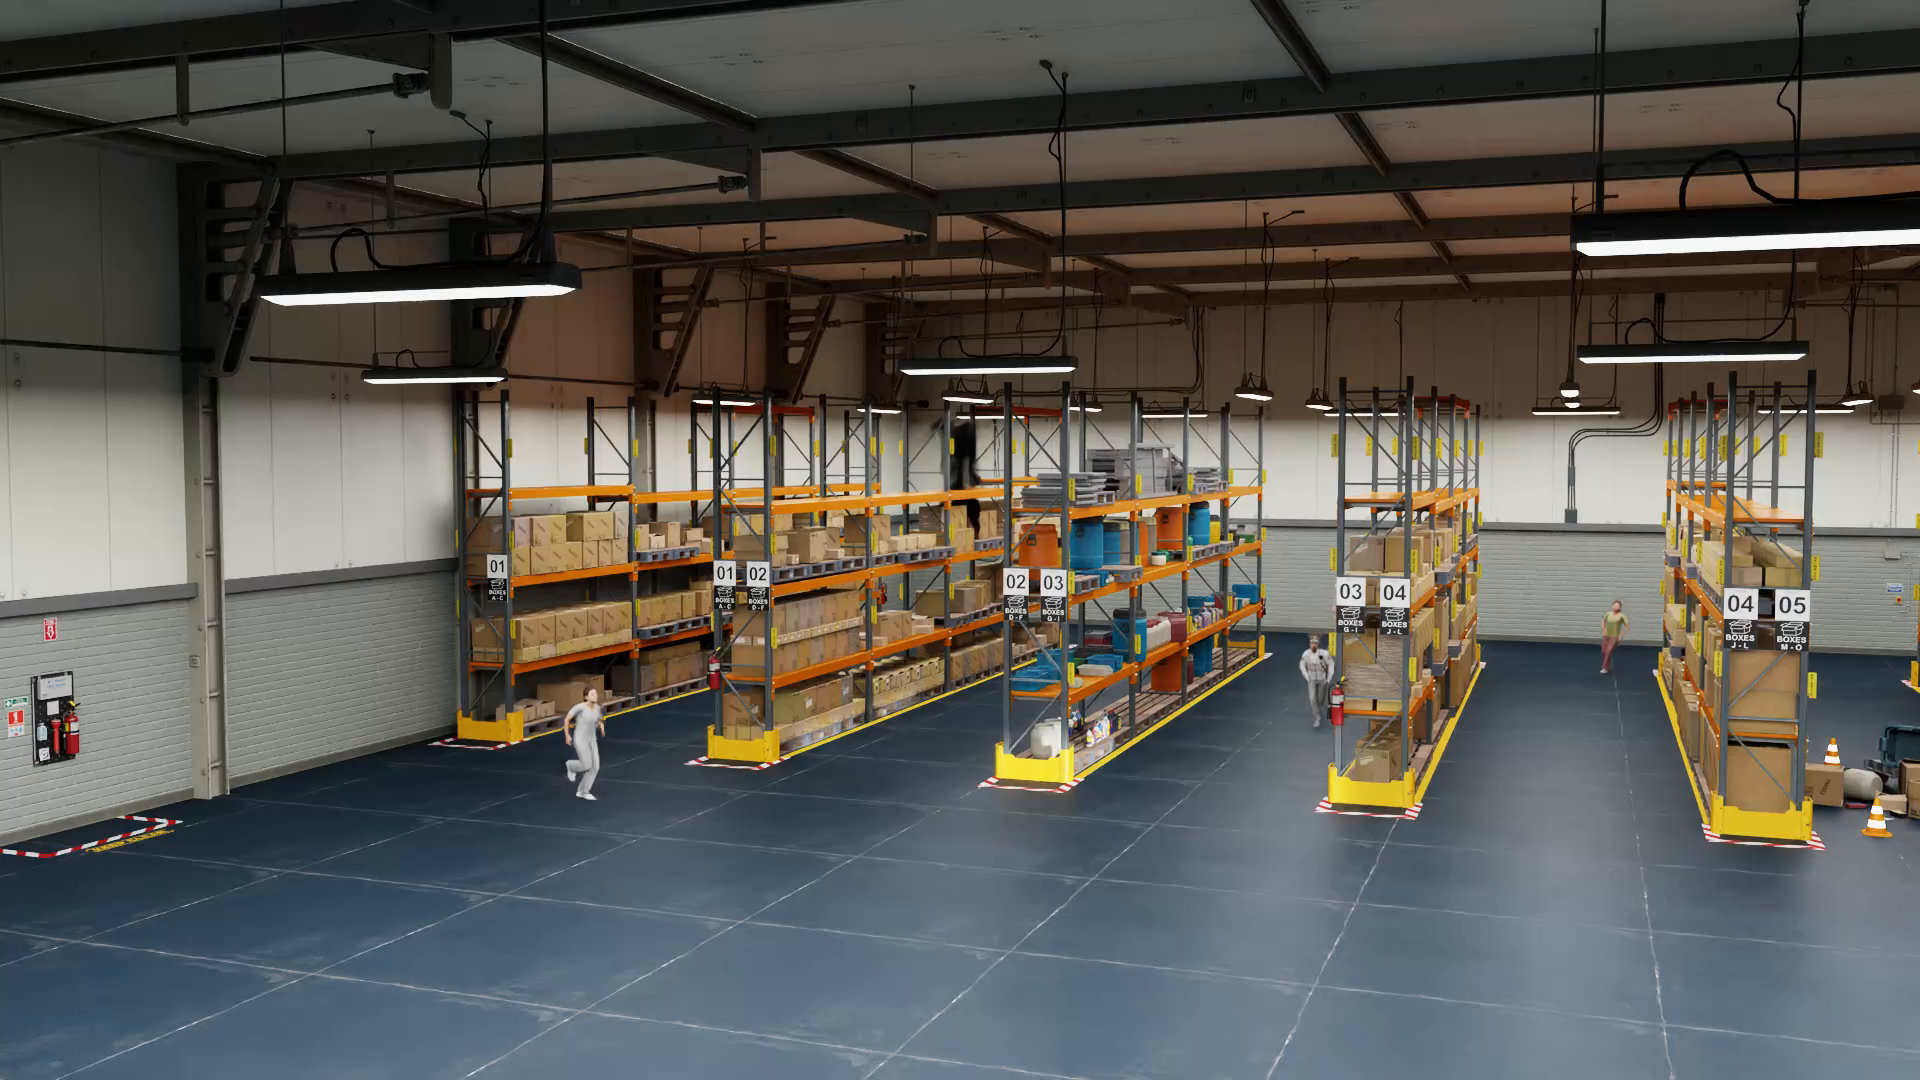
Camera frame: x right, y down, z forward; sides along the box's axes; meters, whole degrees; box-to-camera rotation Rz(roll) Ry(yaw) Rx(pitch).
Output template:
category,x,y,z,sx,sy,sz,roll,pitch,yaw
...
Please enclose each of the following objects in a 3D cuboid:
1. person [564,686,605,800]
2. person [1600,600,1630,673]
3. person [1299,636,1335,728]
category,x,y,z,sx,sy,sz,roll,pitch,yaw
person,-5.388,2.900,23.839,0.670,1.622,0.597,2,4,38
person,14.600,2.151,37.061,0.616,1.627,0.623,2,4,37
person,6.477,2.545,30.166,0.636,1.669,0.763,1,3,18
